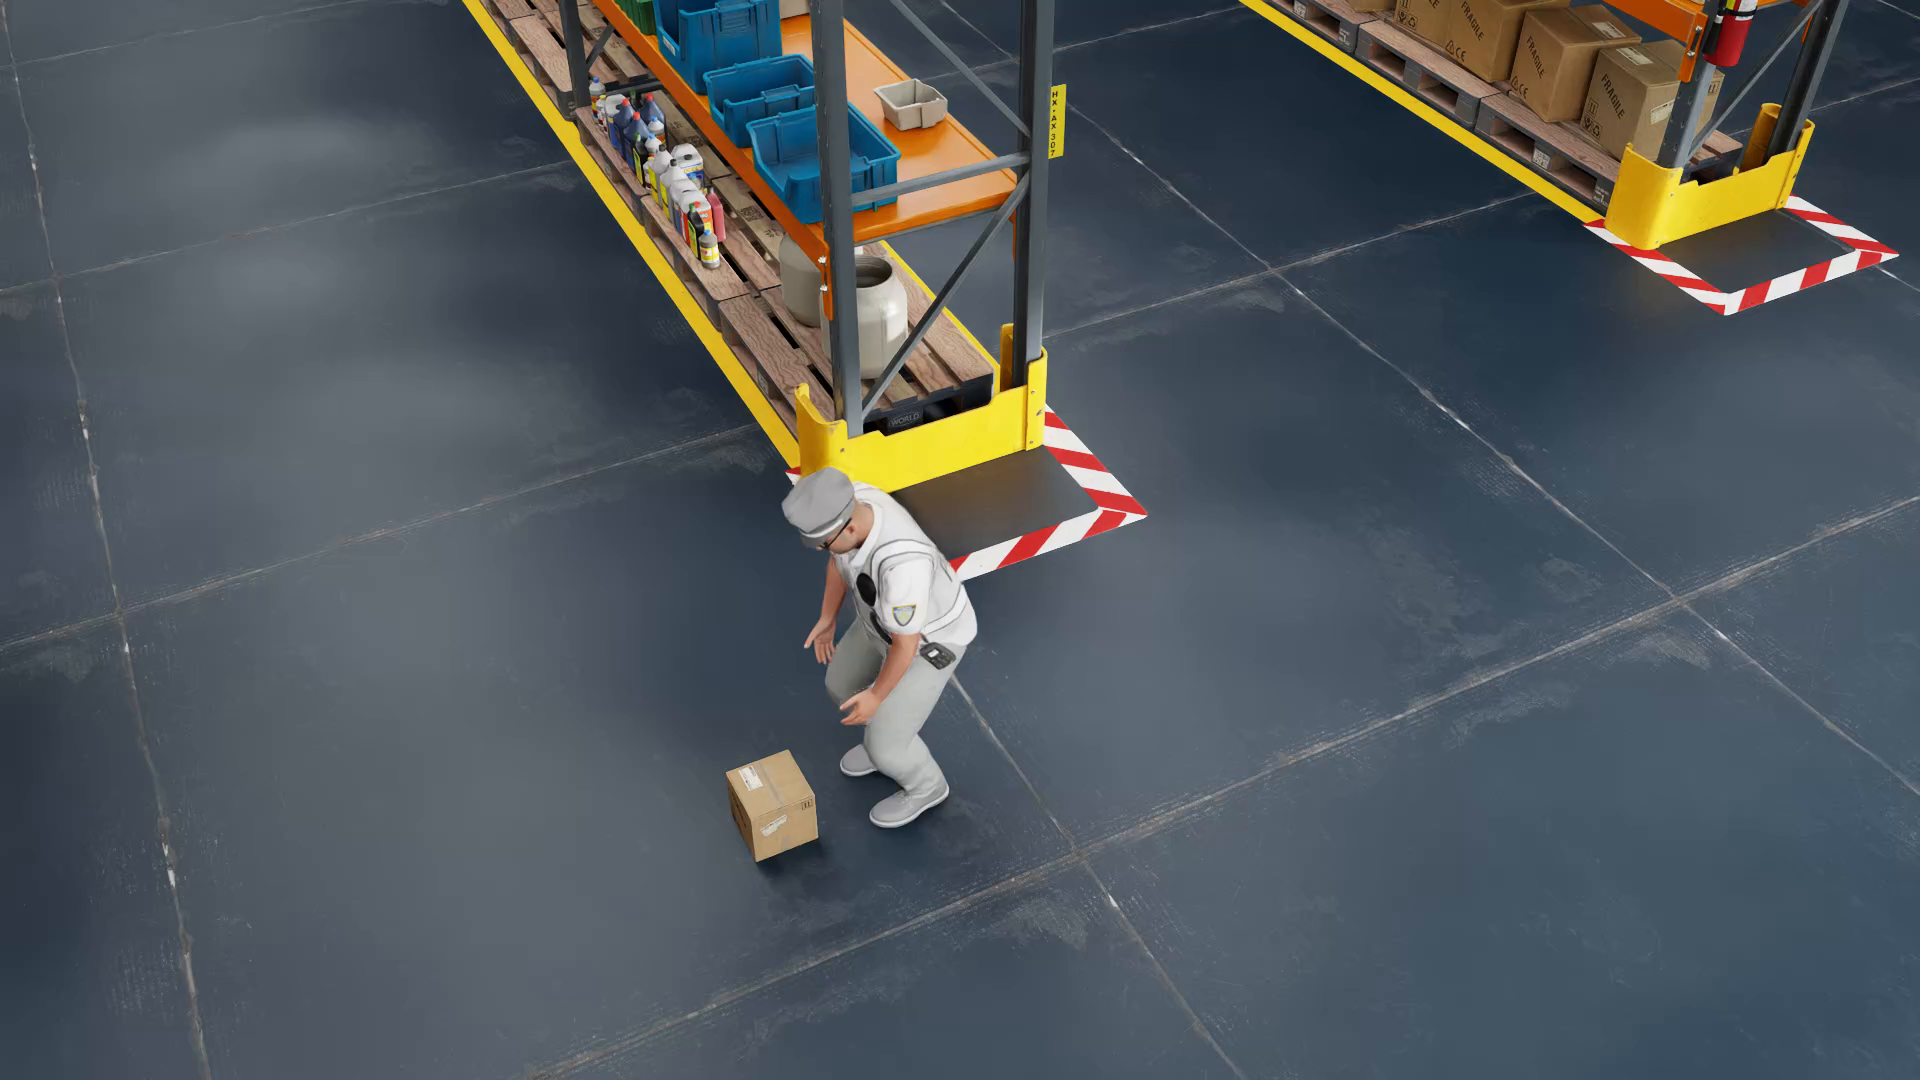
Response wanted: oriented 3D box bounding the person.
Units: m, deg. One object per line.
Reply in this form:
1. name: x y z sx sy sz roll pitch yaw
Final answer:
1. person: -0.265 0.366 5.865 0.657 1.589 0.581 -18 44 -20
